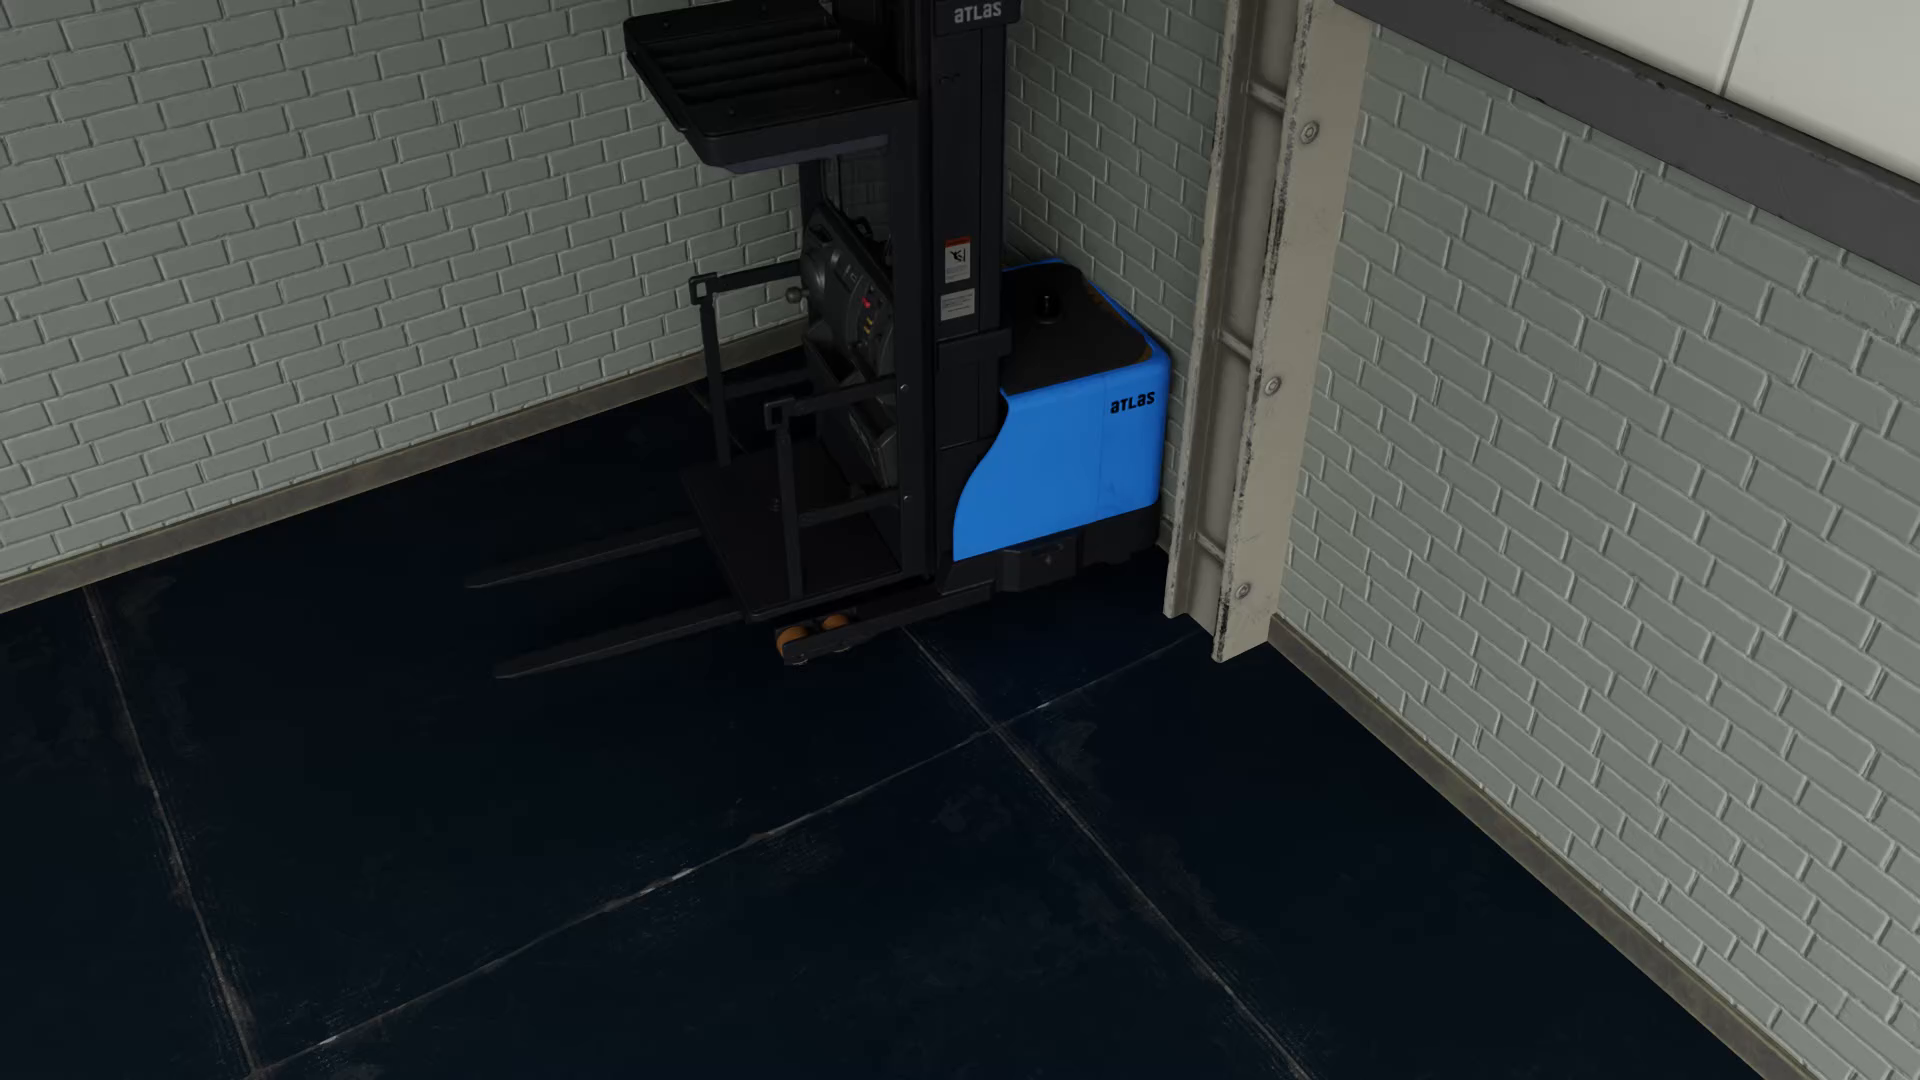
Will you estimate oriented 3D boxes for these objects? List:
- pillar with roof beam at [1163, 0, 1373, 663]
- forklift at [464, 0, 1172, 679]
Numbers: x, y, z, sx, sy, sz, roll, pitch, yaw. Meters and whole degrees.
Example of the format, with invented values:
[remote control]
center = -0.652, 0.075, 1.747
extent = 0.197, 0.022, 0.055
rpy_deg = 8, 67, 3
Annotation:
[pillar with roof beam]
center = -2.491, -1.602, 2.703
extent = 9.100, 9.000, 0.400
rpy_deg = -22, 45, -24
[forklift]
center = -0.644, -0.976, 6.692
extent = 3.031, 2.935, 1.130
rpy_deg = -16, 42, -18
